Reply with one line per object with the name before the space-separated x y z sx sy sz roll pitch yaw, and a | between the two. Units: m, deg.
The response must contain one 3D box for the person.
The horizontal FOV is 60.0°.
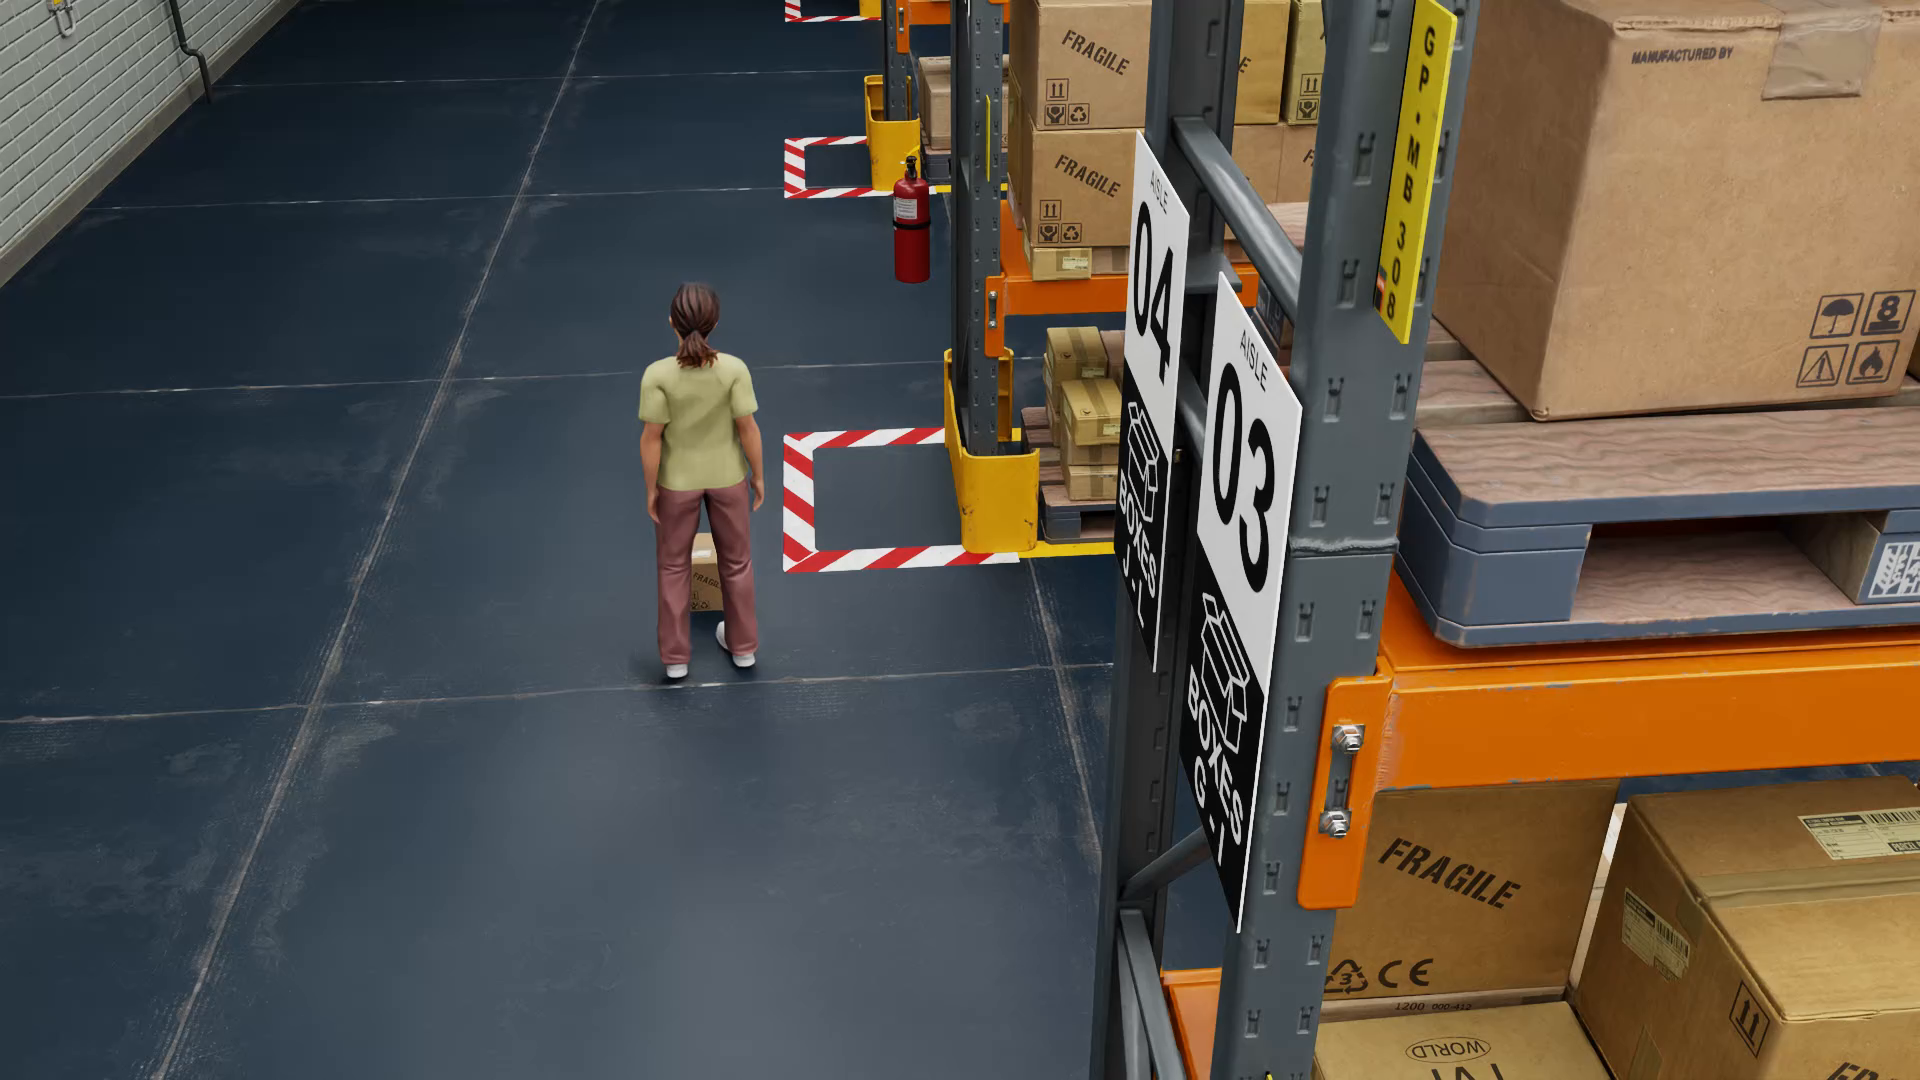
person | -1.007 -0.223 6.482 0.478 1.676 0.399 -7 32 -11
